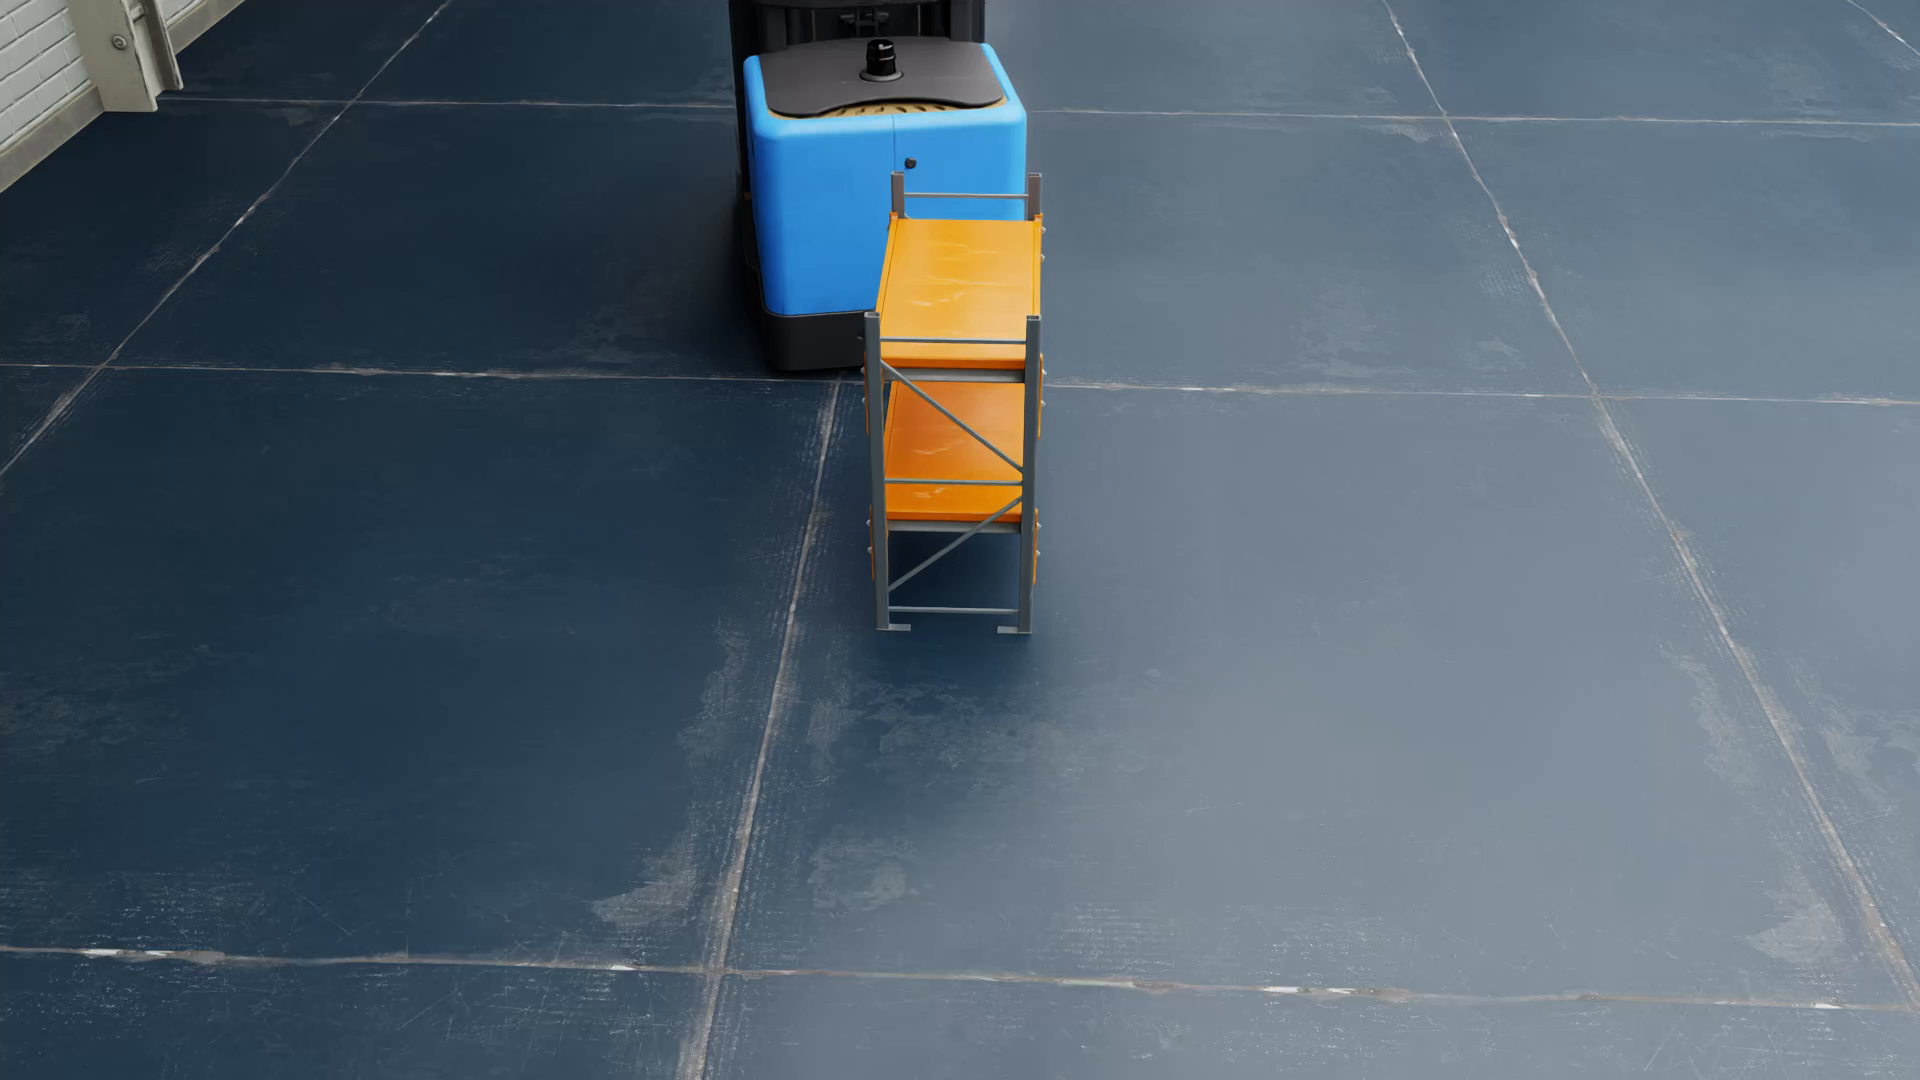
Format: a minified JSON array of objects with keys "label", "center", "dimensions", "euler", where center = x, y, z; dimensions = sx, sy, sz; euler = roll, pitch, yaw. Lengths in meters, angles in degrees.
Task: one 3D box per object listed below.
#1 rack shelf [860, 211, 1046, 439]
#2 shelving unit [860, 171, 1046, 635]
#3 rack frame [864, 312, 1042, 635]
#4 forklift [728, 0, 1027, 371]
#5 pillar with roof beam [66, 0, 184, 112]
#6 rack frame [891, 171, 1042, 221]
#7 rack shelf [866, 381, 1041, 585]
[{"label":"rack shelf","center":[0.000,-0.704,5.264],"dimensions":[0.538,0.278,1.000],"euler":[1,35,2]},{"label":"shelving unit","center":[0.000,-0.464,5.432],"dimensions":[0.538,1.125,1.048],"euler":[1,35,2]},{"label":"rack frame","center":[-0.020,-0.172,5.017],"dimensions":[0.500,1.125,0.032],"euler":[1,35,2]},{"label":"forklift","center":[-0.476,-2.706,7.052],"dimensions":[1.130,2.935,3.031],"euler":[-5,35,-7]},{"label":"pillar with roof beam","center":[-0.246,-6.037,6.514],"dimensions":[9.100,9.000,0.400],"euler":[1,35,2]},{"label":"rack frame","center":[0.021,-0.756,5.848],"dimensions":[0.500,1.125,0.032],"euler":[1,35,2]},{"label":"rack shelf","center":[0.000,-0.264,5.573],"dimensions":[0.538,0.278,1.000],"euler":[1,35,2]}]
